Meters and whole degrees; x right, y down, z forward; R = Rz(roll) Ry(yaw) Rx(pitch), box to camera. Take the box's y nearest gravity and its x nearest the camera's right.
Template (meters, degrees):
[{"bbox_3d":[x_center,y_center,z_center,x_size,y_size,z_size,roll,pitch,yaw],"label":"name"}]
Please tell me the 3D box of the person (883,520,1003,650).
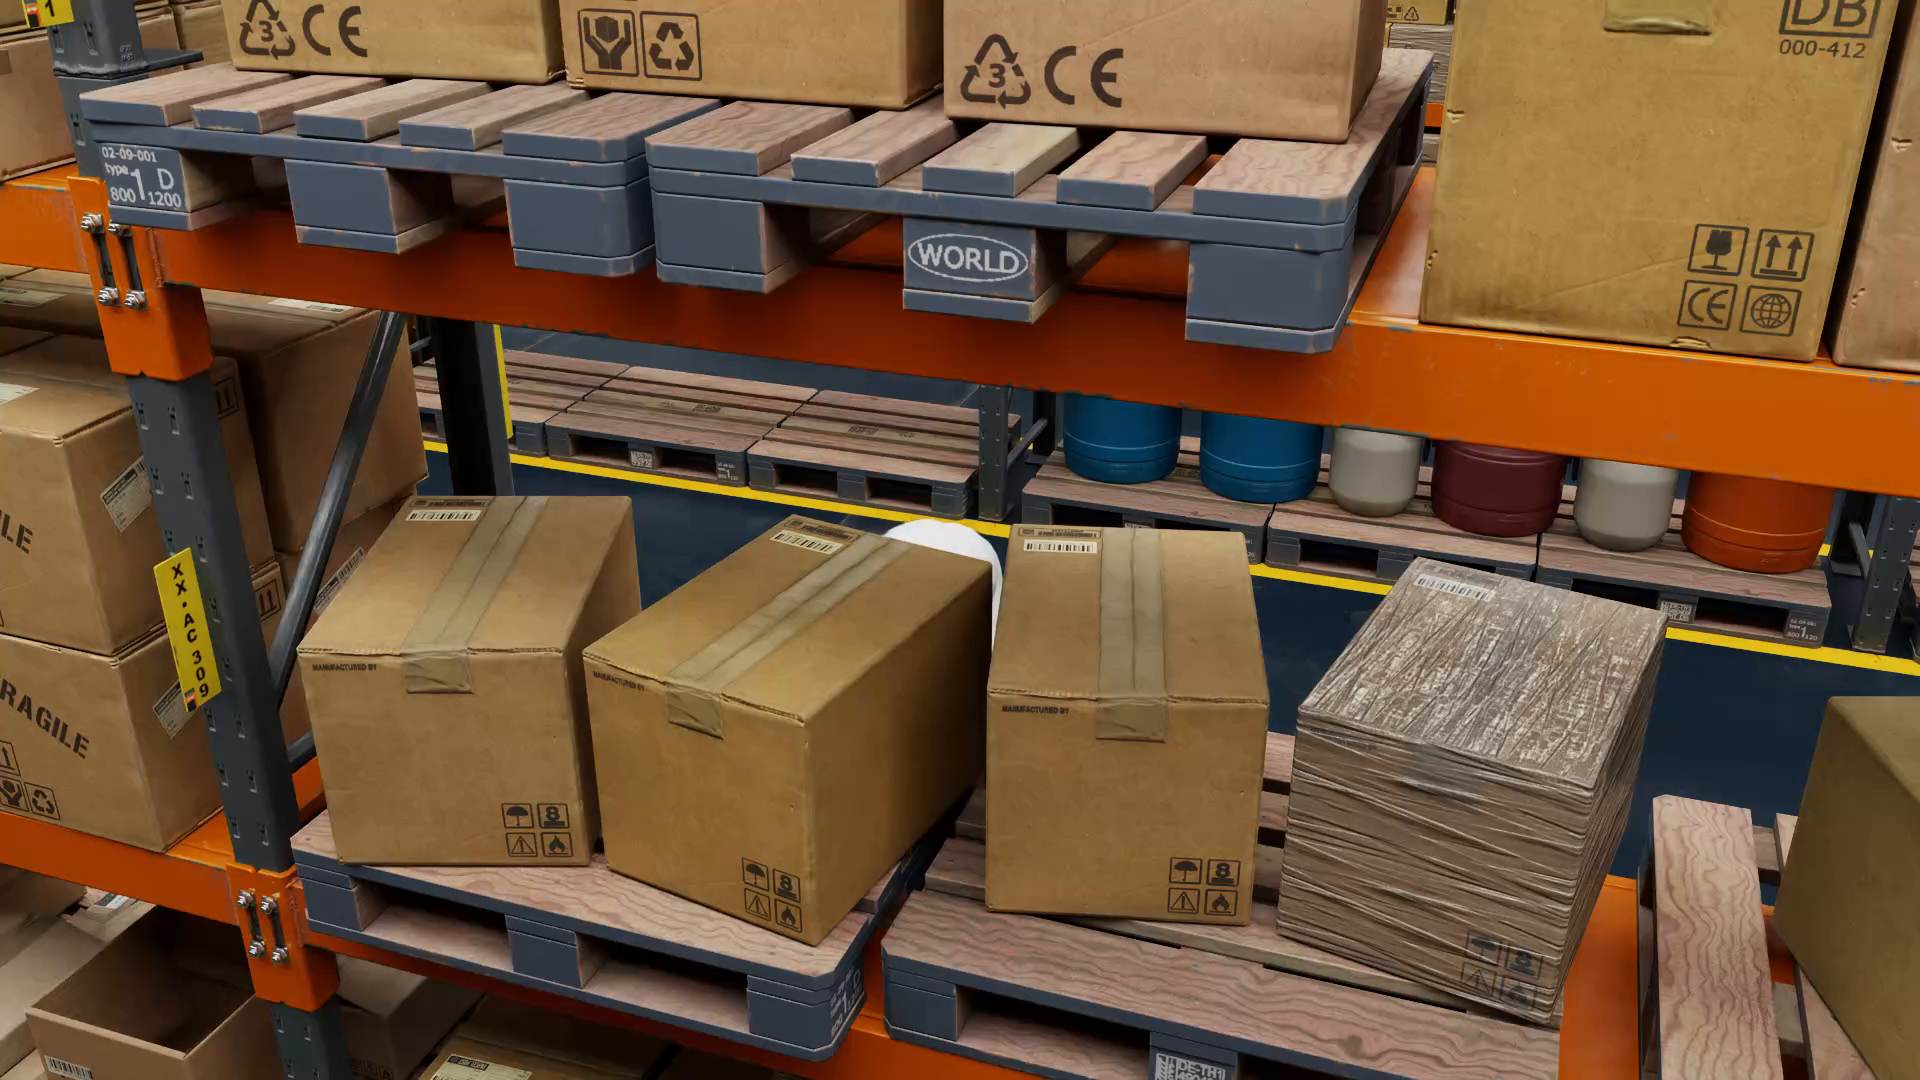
[{"bbox_3d":[-0.135,0.496,5.718,0.572,1.233,0.922,7,26,15],"label":"person"}]
